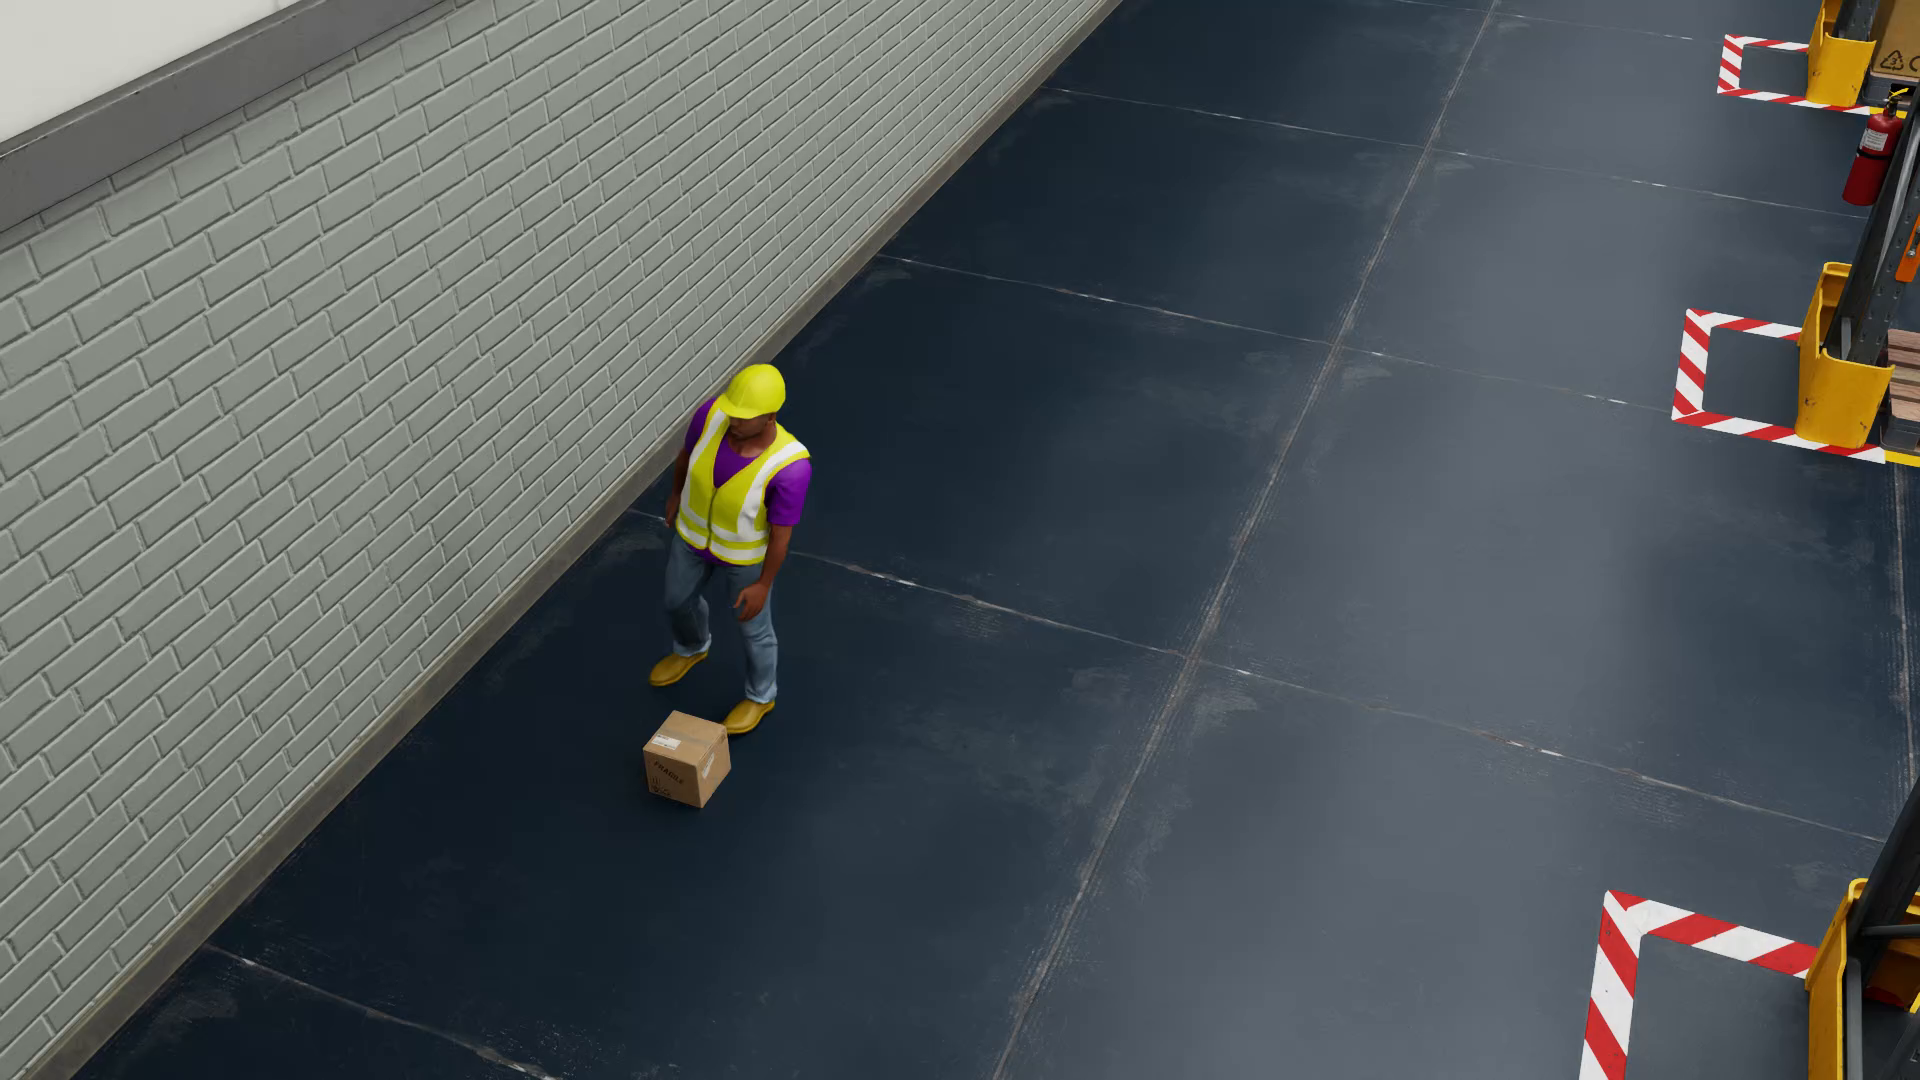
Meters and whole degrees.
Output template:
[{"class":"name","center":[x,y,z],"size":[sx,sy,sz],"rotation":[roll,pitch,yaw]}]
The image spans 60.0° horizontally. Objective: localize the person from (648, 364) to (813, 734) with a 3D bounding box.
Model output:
[{"class":"person","center":[-0.983,0.035,6.745],"size":[0.815,1.770,0.426],"rotation":[14,39,18]}]
